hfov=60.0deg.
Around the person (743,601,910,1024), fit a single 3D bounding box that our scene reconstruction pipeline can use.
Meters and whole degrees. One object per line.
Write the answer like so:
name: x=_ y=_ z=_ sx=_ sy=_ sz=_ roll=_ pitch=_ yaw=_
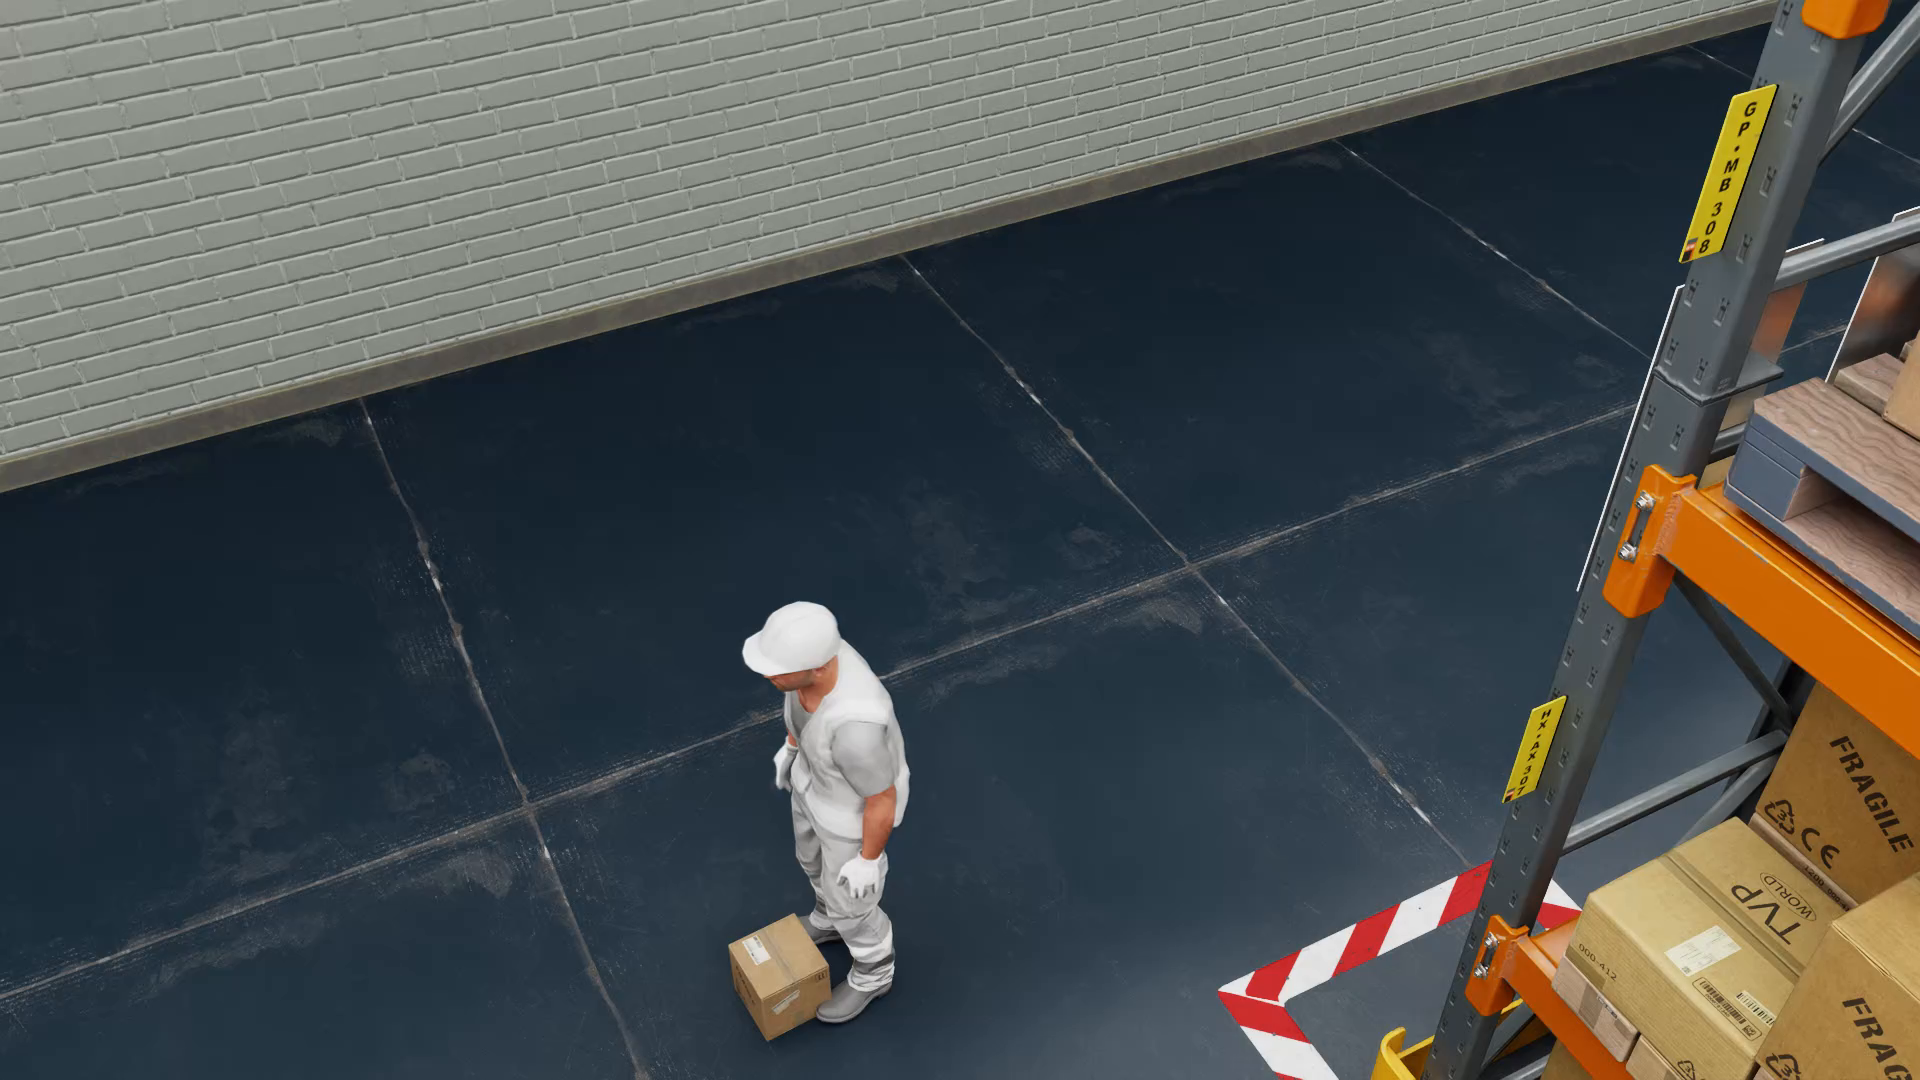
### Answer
person: x=-0.404 y=0.832 z=5.186 sx=0.456 sy=1.778 sz=0.617 roll=-19 pitch=45 yaw=-21
